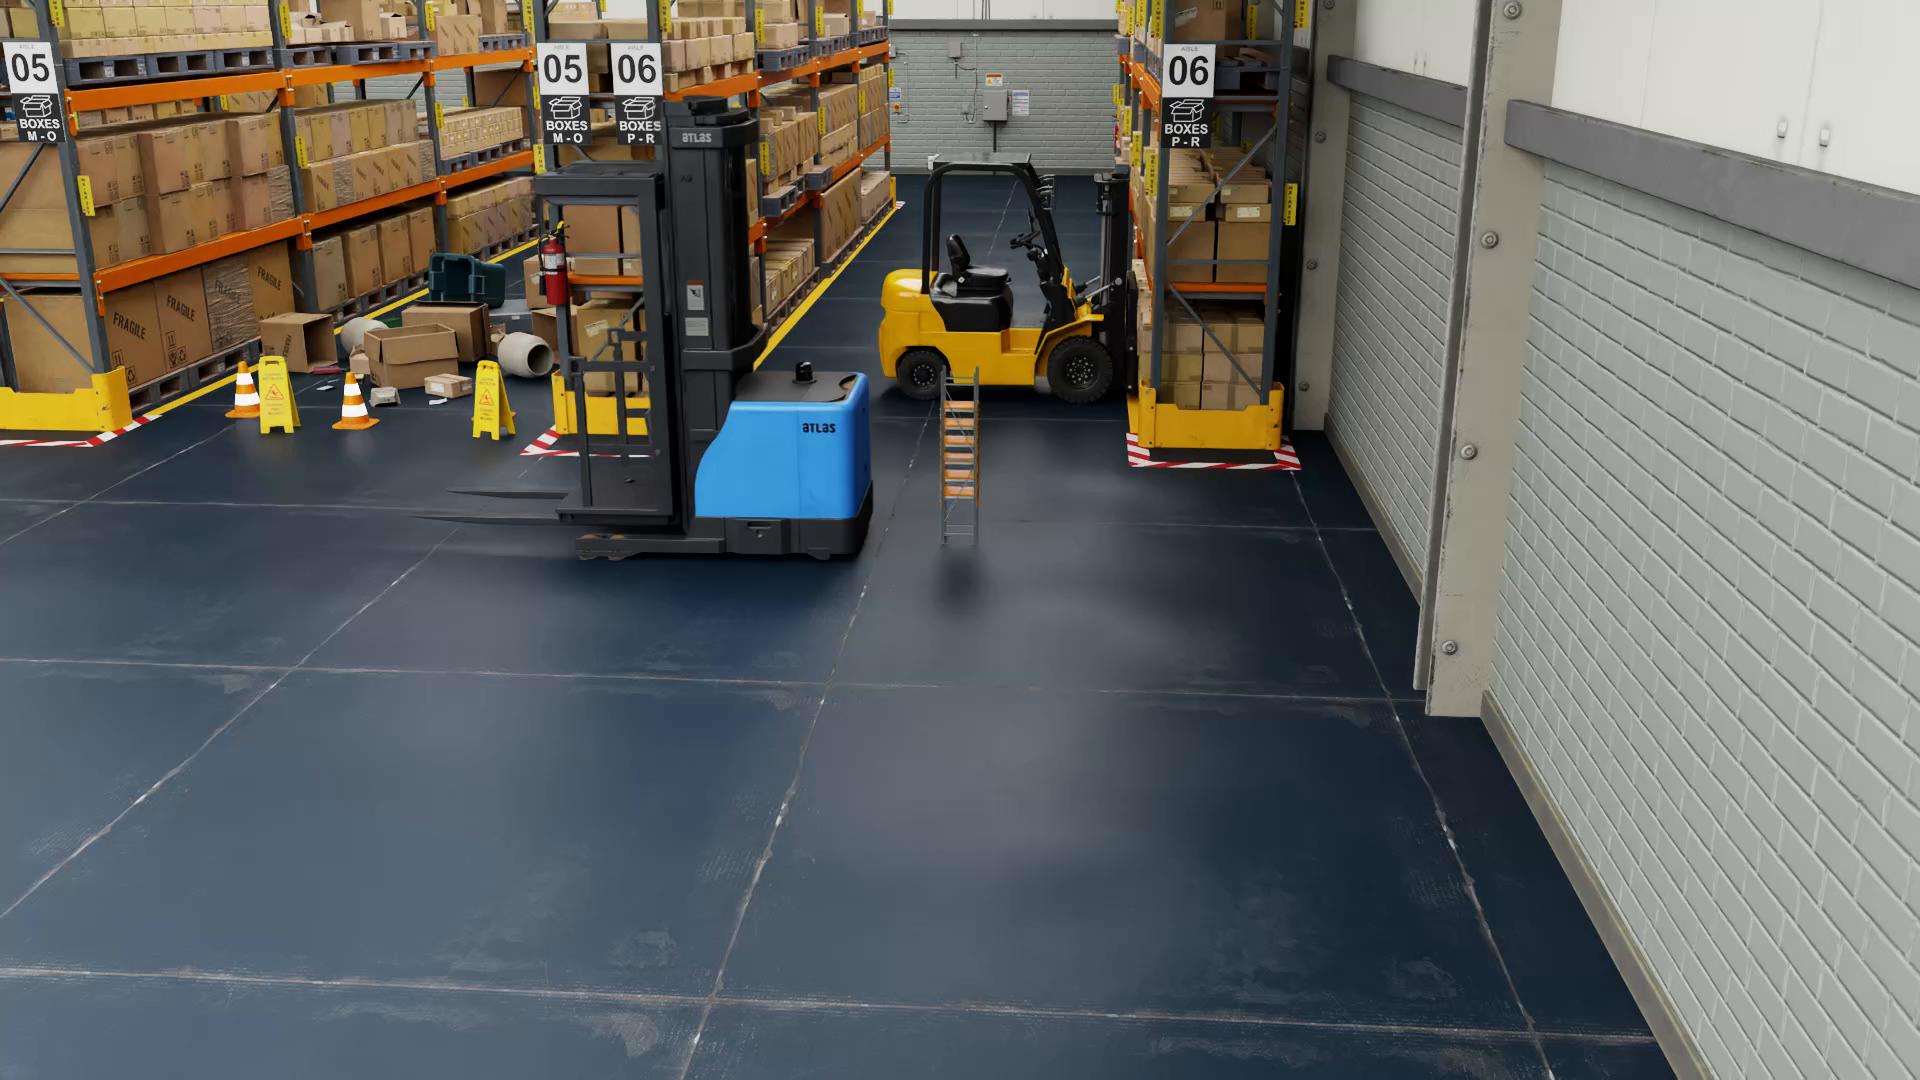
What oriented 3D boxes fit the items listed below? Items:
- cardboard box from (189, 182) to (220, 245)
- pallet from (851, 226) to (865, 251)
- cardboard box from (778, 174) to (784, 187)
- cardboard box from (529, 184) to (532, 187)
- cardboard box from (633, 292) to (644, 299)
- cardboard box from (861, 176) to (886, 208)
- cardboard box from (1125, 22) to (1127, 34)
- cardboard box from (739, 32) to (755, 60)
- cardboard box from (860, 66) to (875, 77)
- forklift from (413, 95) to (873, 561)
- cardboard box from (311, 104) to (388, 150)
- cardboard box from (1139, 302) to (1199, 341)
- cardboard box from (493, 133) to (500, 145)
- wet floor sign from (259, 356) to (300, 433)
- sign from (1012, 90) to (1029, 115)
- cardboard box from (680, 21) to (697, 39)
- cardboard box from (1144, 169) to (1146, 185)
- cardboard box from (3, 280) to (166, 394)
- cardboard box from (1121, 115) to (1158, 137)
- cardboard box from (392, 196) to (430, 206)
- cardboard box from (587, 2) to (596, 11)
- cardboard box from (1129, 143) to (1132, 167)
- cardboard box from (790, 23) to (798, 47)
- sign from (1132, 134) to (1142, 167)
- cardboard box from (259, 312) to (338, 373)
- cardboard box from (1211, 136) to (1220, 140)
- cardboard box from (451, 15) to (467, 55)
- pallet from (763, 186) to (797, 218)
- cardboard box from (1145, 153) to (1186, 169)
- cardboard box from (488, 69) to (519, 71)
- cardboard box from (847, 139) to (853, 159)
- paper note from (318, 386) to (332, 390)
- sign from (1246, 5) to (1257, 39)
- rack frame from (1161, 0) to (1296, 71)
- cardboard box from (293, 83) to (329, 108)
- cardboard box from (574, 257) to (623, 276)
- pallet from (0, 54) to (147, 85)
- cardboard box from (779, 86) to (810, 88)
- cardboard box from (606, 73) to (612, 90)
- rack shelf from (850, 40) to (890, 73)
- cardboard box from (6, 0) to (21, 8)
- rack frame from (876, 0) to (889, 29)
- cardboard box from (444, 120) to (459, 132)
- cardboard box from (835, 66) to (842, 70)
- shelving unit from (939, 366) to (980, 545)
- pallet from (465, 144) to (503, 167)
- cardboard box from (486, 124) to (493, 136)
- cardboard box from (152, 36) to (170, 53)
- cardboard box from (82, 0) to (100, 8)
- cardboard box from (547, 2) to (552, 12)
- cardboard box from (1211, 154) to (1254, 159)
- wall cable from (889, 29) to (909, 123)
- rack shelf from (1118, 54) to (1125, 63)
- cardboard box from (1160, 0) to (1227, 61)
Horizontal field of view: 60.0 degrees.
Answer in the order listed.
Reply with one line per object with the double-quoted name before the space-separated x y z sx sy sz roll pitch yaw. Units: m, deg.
"cardboard box" -7.659 -3.124 15.898 0.875 0.550 0.500 1 18 4
"pallet" -1.995 -4.510 24.847 1.003 0.211 1.213 1 18 4
"cardboard box" -2.203 -4.082 18.793 0.380 0.149 0.250 2 18 5
"cardboard box" -7.108 -5.636 26.753 0.380 0.149 0.250 2 18 6
"cardboard box" -3.044 -2.015 15.293 0.500 0.500 0.500 2 18 6
"cardboard box" -1.733 -5.809 27.774 0.875 0.438 0.875 2 18 5
"cardboard box" 2.434 -6.958 22.591 0.380 0.149 0.250 2 18 5
"cardboard box" -2.352 -4.943 16.638 0.500 0.250 0.500 1 18 3
"cardboard box" -1.591 -7.636 27.101 0.380 0.149 0.250 2 18 5
"forklift" -2.154 -1.419 11.047 3.031 2.935 1.130 1 18 3
"cardboard box" -7.358 -4.980 20.037 0.700 0.500 0.500 1 18 3
"cardboard box" 1.829 -1.916 14.589 0.500 0.250 0.500 2 18 5
"cardboard box" -6.861 -5.785 23.990 0.380 0.149 0.250 1 18 2
"wet floor sign" -5.847 -1.256 14.221 0.267 0.644 0.232 -2 18 -6
"sign" 1.245 -8.986 34.183 0.329 0.494 0.001 1 18 4
"cardboard box" -2.472 -4.371 14.251 0.380 0.149 0.250 1 18 4
"cardboard box" 1.978 -3.507 16.108 0.380 0.149 0.250 2 18 5
"cardboard box" -7.837 -1.830 14.929 0.875 0.875 0.875 1 18 4
"cardboard box" 2.582 -5.484 22.501 0.797 0.503 0.637 1 18 3
"cardboard box" -7.459 -4.499 22.472 0.500 0.250 0.500 1 18 3
"cardboard box" -6.403 -9.069 28.263 0.380 0.149 0.250 1 18 3
"cardboard box" 2.349 -4.759 20.566 0.500 0.250 0.500 1 18 4
"cardboard box" -2.097 -5.632 18.543 0.500 0.250 0.500 1 18 3
"sign" 1.821 -4.003 17.091 0.100 0.325 0.005 1 18 4
"cardboard box" -6.621 -1.979 16.655 0.500 0.500 0.500 4 19 13
"cardboard box" 2.893 -4.734 19.850 0.380 0.149 0.250 1 18 3
"cardboard box" -6.911 -6.713 22.114 0.500 0.500 0.500 1 18 4
"pallet" -2.389 -3.734 18.311 1.003 0.211 1.213 1 18 4
"cardboard box" 1.985 -3.646 16.053 0.380 0.149 0.250 2 18 5
"cardboard box" -7.164 -7.132 26.127 0.500 0.500 0.500 1 18 2
"cardboard box" -1.833 -5.702 24.247 0.500 0.250 0.500 1 18 3
"paper note" -6.017 -1.453 15.810 0.144 0.017 0.142 8 20 23
"sign" 2.916 -5.179 16.635 0.100 0.325 0.005 1 18 4
"rack frame" 2.076 -5.090 12.506 1.000 3.000 0.127 1 18 4
"cardboard box" -11.385 -7.809 28.996 0.500 0.500 0.500 2 18 5
"cardboard box" -3.062 -2.351 14.183 0.380 0.149 0.250 2 18 6
"pallet" -7.777 -4.042 14.267 1.003 0.211 1.213 1 18 4
"cardboard box" -2.342 -6.310 24.096 0.500 0.500 0.500 1 18 4
"cardboard box" -3.143 -3.850 13.942 0.380 0.149 0.250 1 18 4
"rack shelf" -1.872 -7.781 26.690 1.077 0.370 4.000 1 18 4
"cardboard box" -8.115 -4.550 13.962 0.380 0.149 0.250 1 18 4
"rack frame" -1.728 -10.169 28.006 1.000 3.000 0.127 1 18 4
"cardboard box" -6.981 -5.575 22.392 0.380 0.149 0.250 1 18 4
"cardboard box" -2.137 -7.643 27.122 0.380 0.149 0.250 1 18 4
"shelving unit" -0.001 -0.566 11.222 0.258 1.200 0.189 1 18 4
"pallet" -7.145 -5.437 23.508 1.003 0.211 1.213 1 18 4
"cardboard box" -6.882 -5.839 23.678 0.380 0.149 0.250 1 18 4
"cardboard box" -7.385 -4.473 15.007 0.380 0.149 0.250 1 18 4
"cardboard box" -7.459 -4.535 13.915 0.380 0.149 0.250 1 18 4
"cardboard box" -6.621 -8.345 26.053 0.380 0.149 0.250 1 18 2
"cardboard box" 2.621 -3.634 16.017 0.380 0.149 0.250 1 18 3
"wall cable" -1.347 -9.568 34.123 0.585 1.953 0.123 1 18 4
"rack shelf" 3.080 -7.671 26.355 1.077 0.370 4.000 1 18 4
"cardboard box" 1.865 -4.102 13.313 0.500 0.500 0.500 2 18 6
